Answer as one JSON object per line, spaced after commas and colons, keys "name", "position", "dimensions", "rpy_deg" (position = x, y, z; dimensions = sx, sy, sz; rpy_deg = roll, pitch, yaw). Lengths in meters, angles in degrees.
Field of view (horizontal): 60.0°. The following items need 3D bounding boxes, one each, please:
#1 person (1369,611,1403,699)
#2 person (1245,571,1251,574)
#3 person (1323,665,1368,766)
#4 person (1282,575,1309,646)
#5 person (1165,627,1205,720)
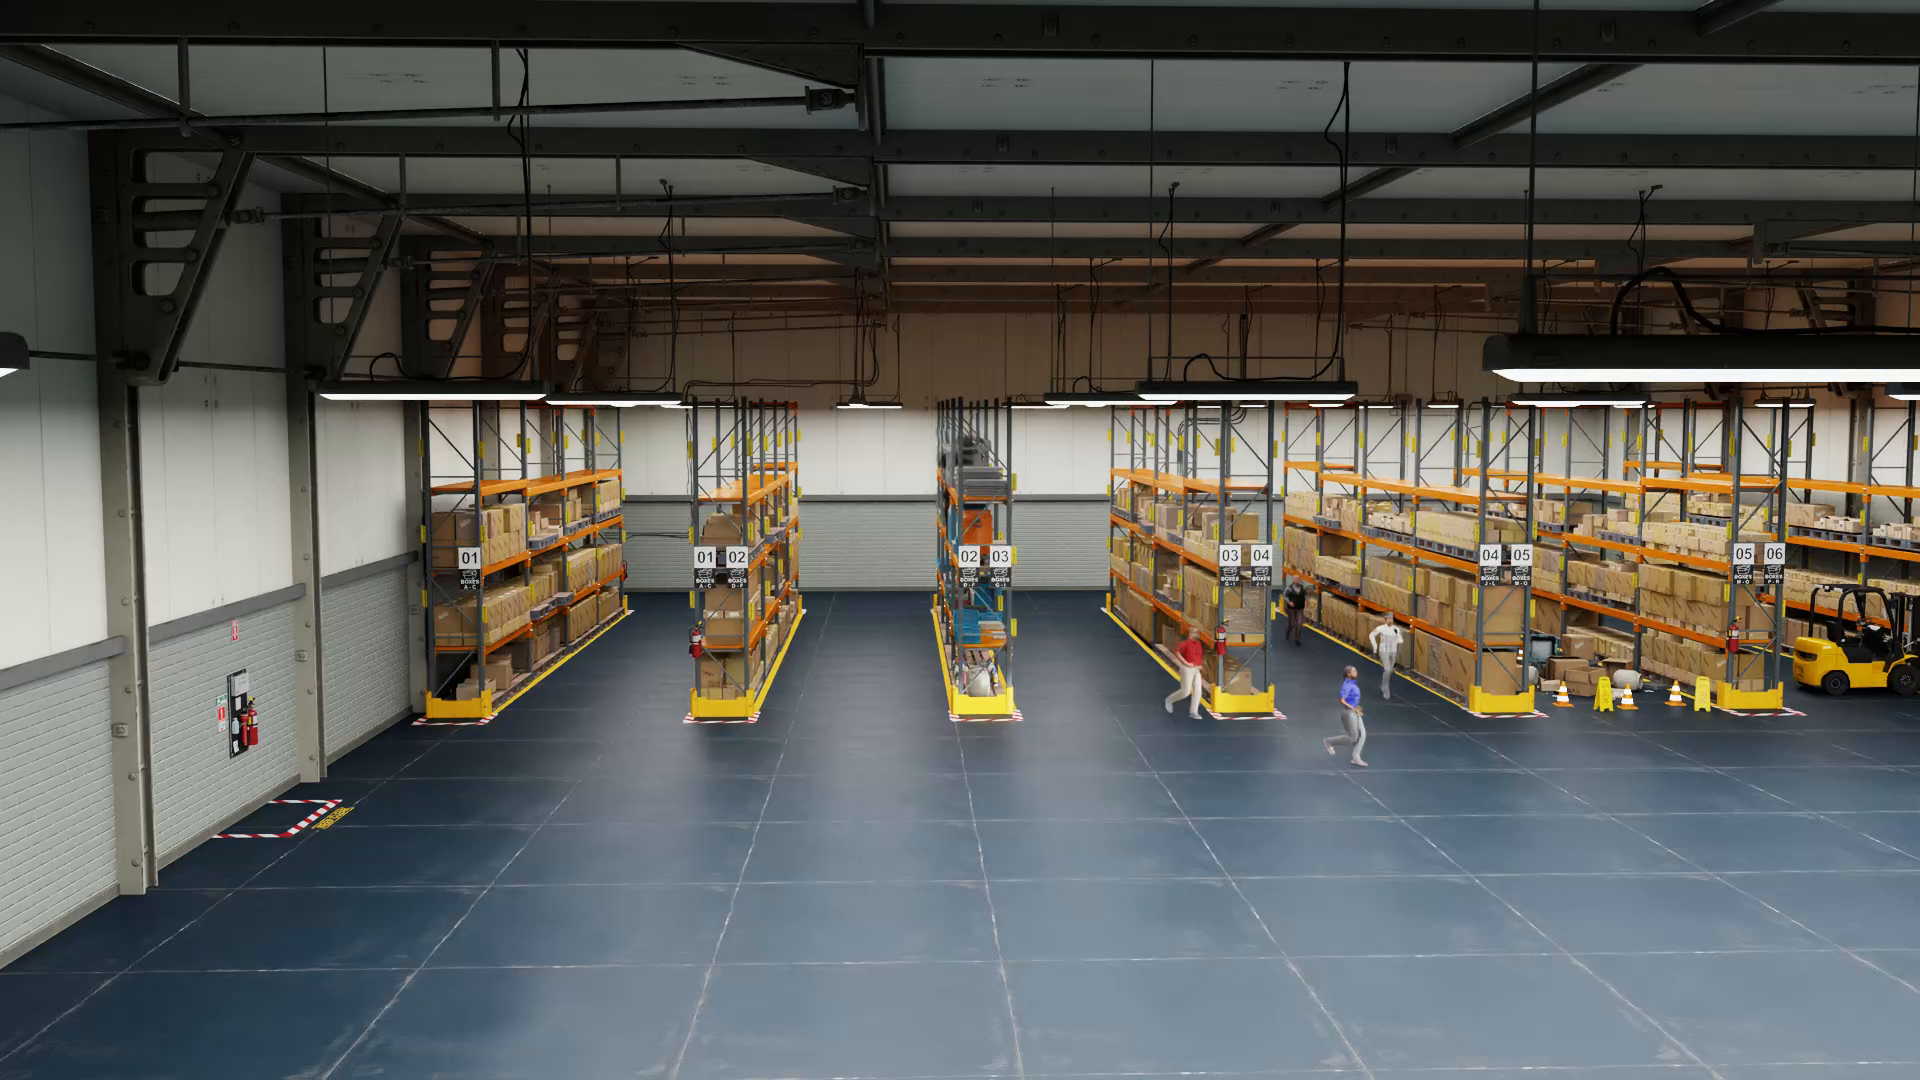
{"name": "person", "position": [8.597, 2.308, 33.407], "dimensions": [0.578, 1.740, 0.725], "rpy_deg": [-1, 5, -12]}
{"name": "person", "position": [8.084, 1.321, 45.983], "dimensions": [0.595, 1.705, 0.853], "rpy_deg": [0, 4, 4]}
{"name": "person", "position": [6.289, 2.847, 27.013], "dimensions": [0.711, 1.624, 0.577], "rpy_deg": [2, 5, 25]}
{"name": "person", "position": [8.274, 1.713, 40.978], "dimensions": [0.685, 1.722, 0.747], "rpy_deg": [0, 4, -4]}
{"name": "person", "position": [4.339, 2.475, 31.195], "dimensions": [0.715, 1.685, 0.869], "rpy_deg": [-4, 6, -38]}
